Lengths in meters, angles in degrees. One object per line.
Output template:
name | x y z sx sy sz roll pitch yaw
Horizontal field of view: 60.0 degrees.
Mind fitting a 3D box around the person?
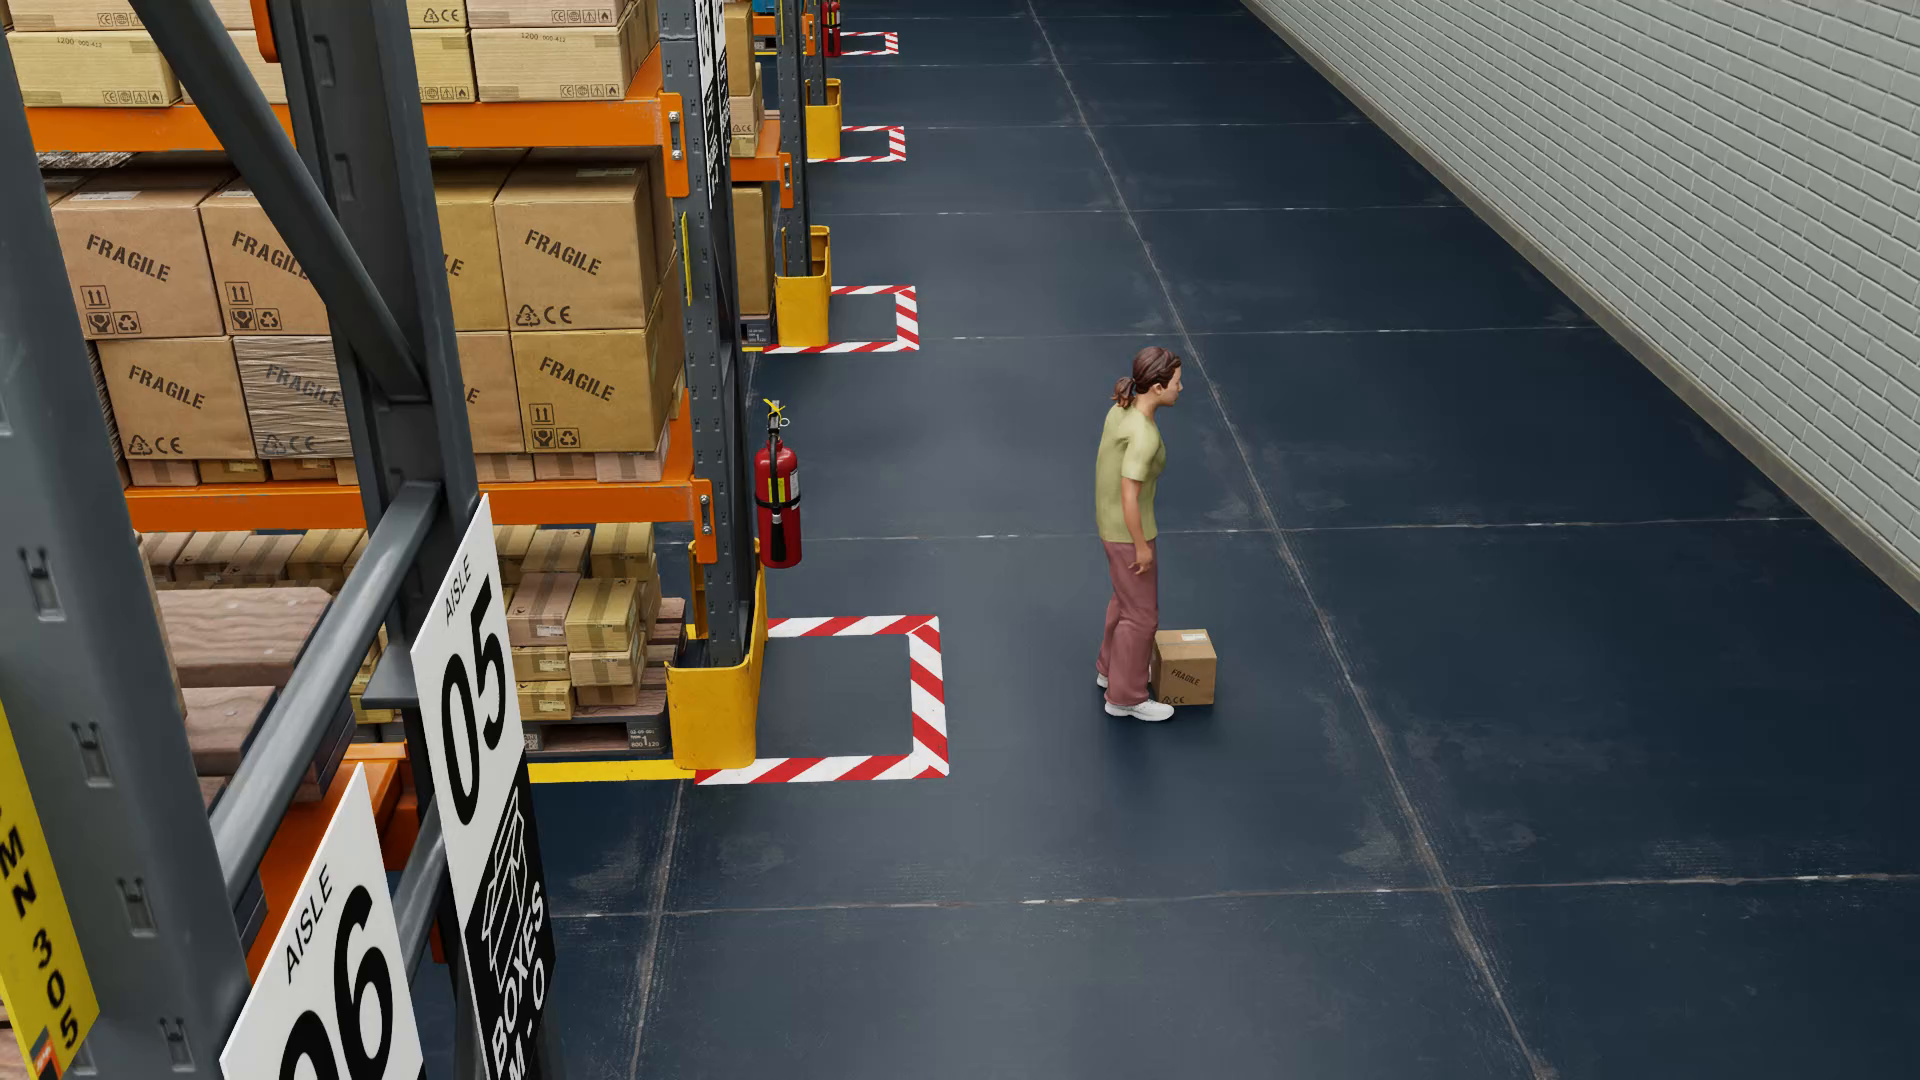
person | 0.761 -0.040 7.197 0.359 1.672 0.496 -2 28 -3
